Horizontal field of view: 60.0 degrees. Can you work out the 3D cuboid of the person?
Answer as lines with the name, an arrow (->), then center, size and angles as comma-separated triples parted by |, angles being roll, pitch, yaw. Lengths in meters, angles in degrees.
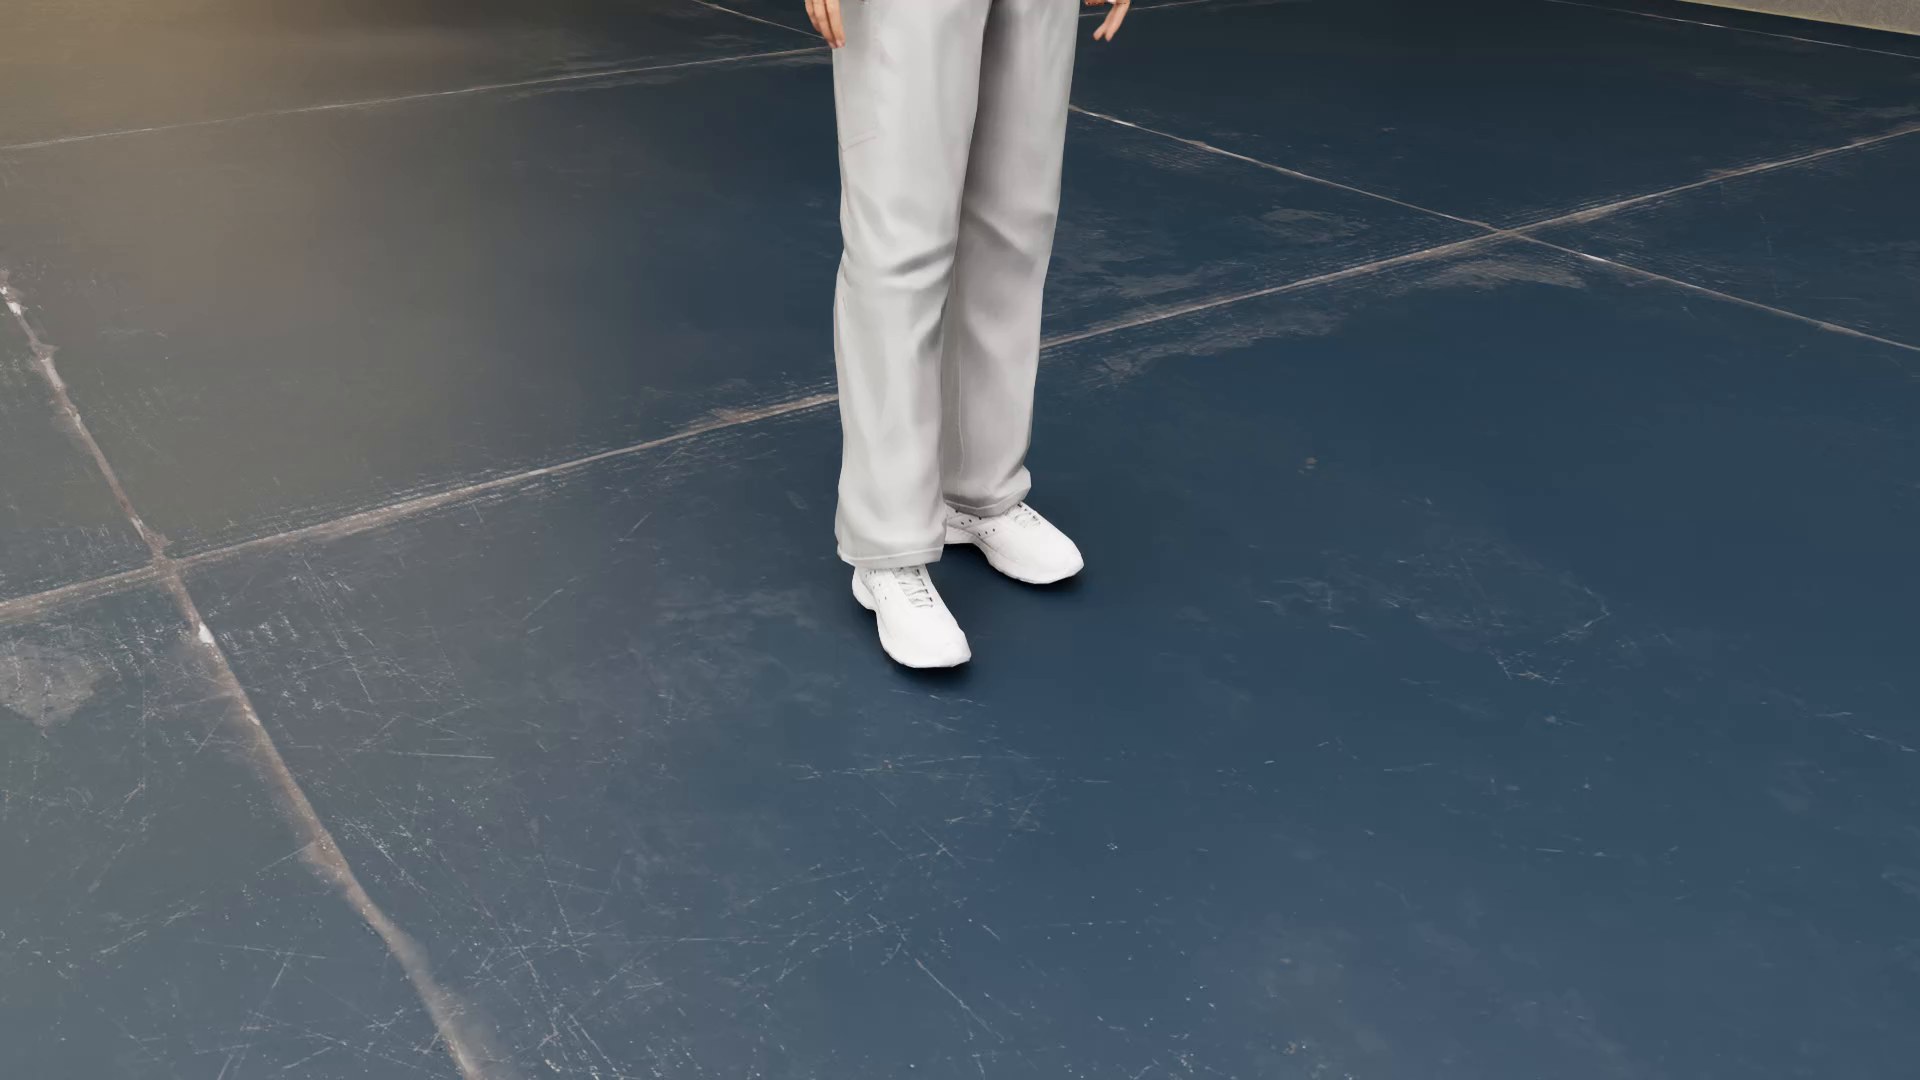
person -> 0.031, -0.725, 2.061 | 0.550, 1.675, 0.549 | -17, 31, -31
